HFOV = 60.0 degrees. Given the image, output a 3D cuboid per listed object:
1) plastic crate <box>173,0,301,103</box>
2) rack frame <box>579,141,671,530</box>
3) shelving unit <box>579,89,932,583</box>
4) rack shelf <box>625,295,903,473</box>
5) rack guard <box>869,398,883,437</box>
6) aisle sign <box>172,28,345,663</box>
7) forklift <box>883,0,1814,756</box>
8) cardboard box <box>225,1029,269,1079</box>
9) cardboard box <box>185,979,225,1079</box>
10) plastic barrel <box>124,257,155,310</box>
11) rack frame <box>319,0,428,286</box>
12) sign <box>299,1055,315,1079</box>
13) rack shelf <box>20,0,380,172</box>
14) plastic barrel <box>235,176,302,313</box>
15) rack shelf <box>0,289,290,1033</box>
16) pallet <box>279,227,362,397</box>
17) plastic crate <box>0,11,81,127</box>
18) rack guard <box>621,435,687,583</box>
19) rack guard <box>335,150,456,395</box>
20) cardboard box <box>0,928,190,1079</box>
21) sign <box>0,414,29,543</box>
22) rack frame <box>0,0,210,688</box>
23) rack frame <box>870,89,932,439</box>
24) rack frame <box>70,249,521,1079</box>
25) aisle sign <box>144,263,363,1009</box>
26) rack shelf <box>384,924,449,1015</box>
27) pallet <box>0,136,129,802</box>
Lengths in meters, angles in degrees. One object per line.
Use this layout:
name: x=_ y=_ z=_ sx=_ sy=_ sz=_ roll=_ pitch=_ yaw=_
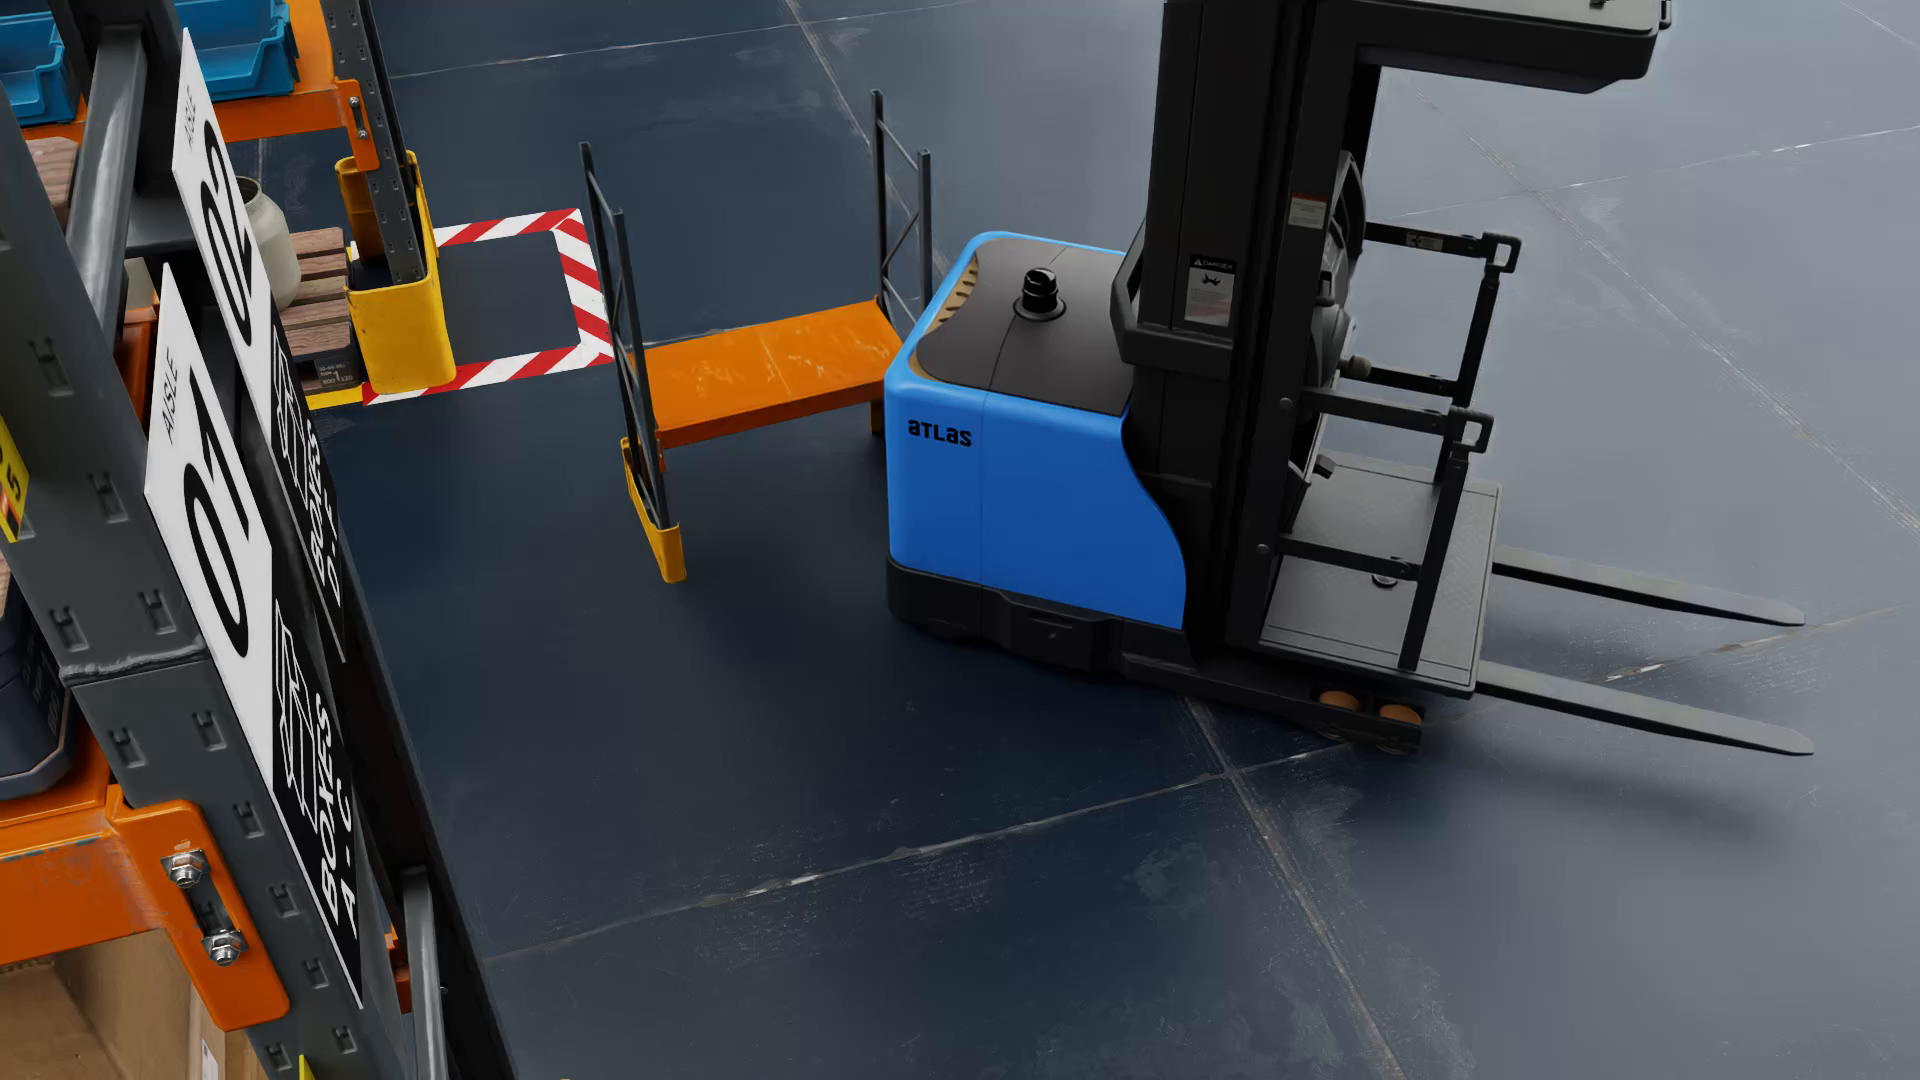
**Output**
plastic crate: x=-2.787 y=-1.826 z=6.173 sx=0.616 sy=0.251 sz=0.499 roll=-12 pitch=42 yaw=-13
rack frame: x=-1.145 y=-0.591 z=5.787 sx=0.032 sy=1.500 sz=0.500 roll=-15 pitch=43 yaw=-16
shelving unit: x=-0.683 y=-0.715 z=5.928 sx=1.083 sy=1.500 sz=0.587 roll=-15 pitch=43 yaw=-16
rack shelf: x=-0.674 y=-0.581 z=6.049 sx=1.000 sy=0.185 sz=0.538 roll=-15 pitch=43 yaw=-16
rack guard: x=-0.221 y=-0.367 z=6.480 sx=0.087 sy=0.250 sz=0.587 roll=-15 pitch=43 yaw=-16
aisle sign: x=-0.945 y=-0.244 z=2.273 sx=0.004 sy=0.787 sz=0.394 roll=-12 pitch=42 yaw=-13
forklift: x=1.317 y=-0.798 z=4.935 sx=3.031 sy=2.935 sz=1.130 roll=12 pitch=43 yaw=14
cardboard box: x=-1.365 y=0.987 z=2.765 sx=0.500 sy=0.500 sz=0.700 roll=-12 pitch=42 yaw=-13
cardboard box: x=-1.223 y=0.853 z=2.424 sx=0.250 sy=0.149 sz=0.380 roll=-12 pitch=43 yaw=-14
plastic barrel: x=-3.483 y=-1.113 z=6.816 sx=0.421 sy=0.512 sz=0.421 roll=0 pitch=41 yaw=0
rack frame: x=-2.400 y=-2.169 z=6.453 sx=0.127 sy=3.000 sz=1.000 roll=-12 pitch=42 yaw=-13
sign: x=-0.766 y=0.758 z=2.042 sx=0.005 sy=0.325 sz=0.100 roll=-12 pitch=42 yaw=-13
rack shelf: x=-4.307 y=-1.503 z=6.237 sx=4.000 sy=0.370 sz=1.077 roll=-12 pitch=42 yaw=-13
plastic barrel: x=-3.005 y=-1.212 z=6.929 sx=0.421 sy=0.512 sz=0.421 roll=0 pitch=41 yaw=0
rack shelf: x=-2.823 y=0.477 z=1.691 sx=4.000 sy=0.370 sz=1.077 roll=-12 pitch=42 yaw=-13
pallet: x=-3.235 y=-0.917 z=7.139 sx=1.213 sy=0.211 sz=1.003 roll=-12 pitch=42 yaw=-13
plastic crate: x=-3.408 y=-1.701 z=6.031 sx=0.408 sy=0.251 sz=0.499 roll=-12 pitch=42 yaw=-13
rack guard: x=-1.144 y=-0.121 z=6.198 sx=0.087 sy=0.250 sz=0.587 roll=-15 pitch=43 yaw=-16
rack guard: x=-2.458 y=-1.183 z=7.224 sx=0.348 sy=0.500 sz=1.175 roll=-12 pitch=42 yaw=-13
cardboard box: x=-1.415 y=0.509 z=2.326 sx=0.500 sy=0.500 sz=0.700 roll=-12 pitch=42 yaw=-13
sign: x=-0.766 y=-0.150 z=1.249 sx=0.005 sy=0.325 sz=0.100 roll=-12 pitch=42 yaw=-13
rack frame: x=-0.915 y=-1.319 z=0.920 sx=0.127 sy=3.000 sz=1.000 roll=-12 pitch=42 yaw=-13
rack frame: x=-0.203 y=-0.843 z=6.075 sx=0.032 sy=1.500 sz=0.500 roll=-15 pitch=43 yaw=-16
rack frame: x=-0.915 y=0.940 z=2.894 sx=0.127 sy=3.000 sz=1.000 roll=-12 pitch=42 yaw=-13
aisle sign: x=-0.765 y=0.133 z=1.842 sx=0.004 sy=0.787 sz=0.394 roll=-12 pitch=42 yaw=-13
rack shelf: x=-2.823 y=1.606 z=2.678 sx=4.000 sy=0.370 sz=1.077 roll=-12 pitch=42 yaw=-13
pallet: x=-1.598 y=-0.033 z=1.795 sx=1.213 sy=0.211 sz=1.003 roll=-12 pitch=42 yaw=-13
